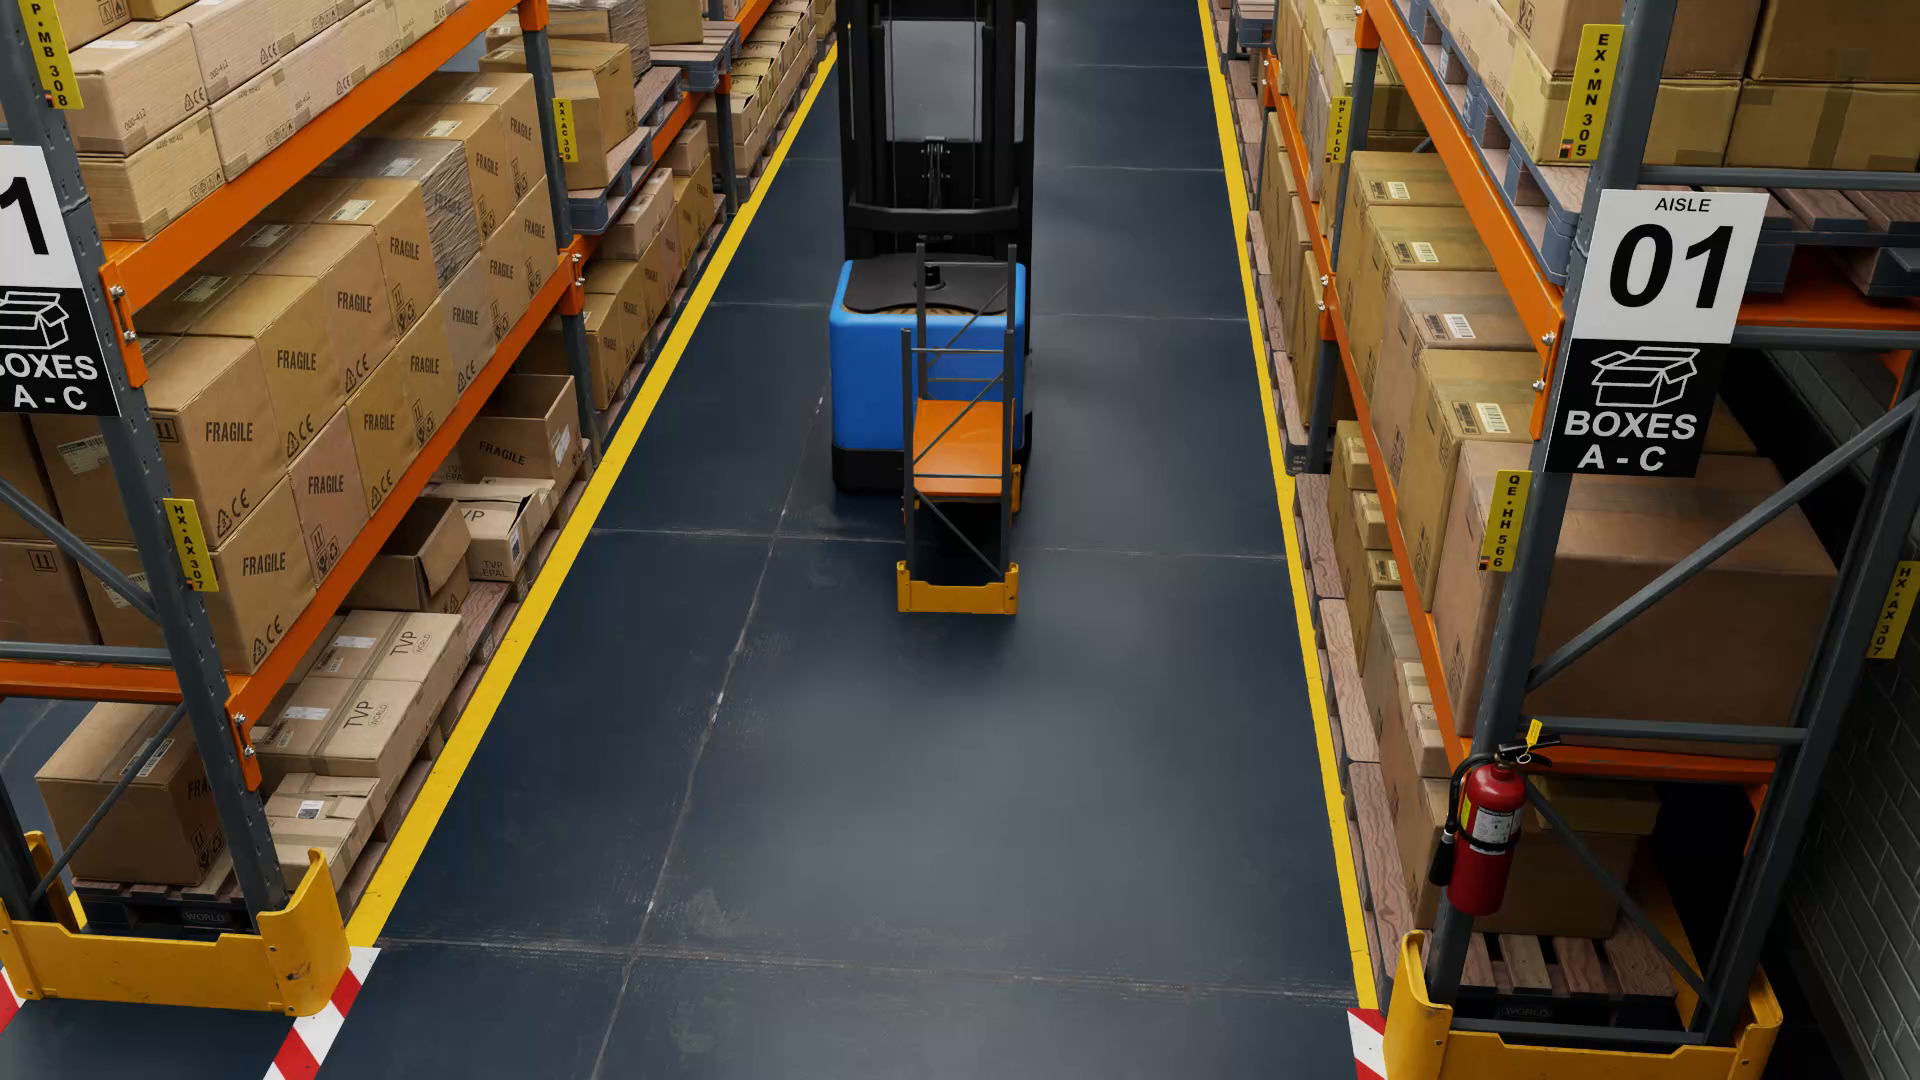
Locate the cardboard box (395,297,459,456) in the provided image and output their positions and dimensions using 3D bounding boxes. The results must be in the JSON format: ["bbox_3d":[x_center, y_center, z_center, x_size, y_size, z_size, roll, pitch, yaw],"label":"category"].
[{"bbox_3d":[-2.451,-0.694,6.921,0.500,0.500,0.500,3,32,5],"label":"cardboard box"}]

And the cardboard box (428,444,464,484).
[{"bbox_3d":[-2.797,-0.561,8.944,0.500,0.311,0.500,2,32,4],"label":"cardboard box"}]

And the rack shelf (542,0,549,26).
[{"bbox_3d":[-2.384,-3.745,9.794,1.077,0.370,4.000,2,32,4],"label":"rack shelf"}]

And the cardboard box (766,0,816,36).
[{"bbox_3d":[-1.643,-4.934,15.584,0.500,0.311,0.500,2,32,4],"label":"cardboard box"}]

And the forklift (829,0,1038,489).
[{"bbox_3d":[-0.115,-2.253,9.613,1.130,2.935,3.031,1,32,2],"label":"forklift"}]

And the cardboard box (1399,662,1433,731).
[{"bbox_3d":[1.871,0.603,6.276,0.380,0.149,0.250,3,32,5],"label":"cardboard box"}]

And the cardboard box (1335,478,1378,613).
[{"bbox_3d":[2.183,0.016,7.847,0.700,0.500,0.500,2,32,3],"label":"cardboard box"}]

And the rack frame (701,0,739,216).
[{"bbox_3d":[-2.221,-3.820,12.089,1.000,3.000,0.127,2,32,4],"label":"rack frame"}]

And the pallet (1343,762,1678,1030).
[{"bbox_3d":[2.052,1.339,6.377,1.003,0.211,1.213,2,32,4],"label":"pallet"}]

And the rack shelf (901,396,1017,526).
[{"bbox_3d":[0.010,-0.410,8.328,0.538,0.185,1.000,1,32,2],"label":"rack shelf"}]

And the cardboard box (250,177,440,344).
[{"bbox_3d":[-2.452,-1.126,6.670,0.500,0.500,0.500,2,32,4],"label":"cardboard box"}]

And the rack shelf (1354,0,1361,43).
[{"bbox_3d":[2.554,-3.535,9.454,1.077,0.370,4.000,2,32,4],"label":"rack shelf"}]

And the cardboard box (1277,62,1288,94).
[{"bbox_3d":[2.324,-3.083,11.114,0.380,0.149,0.250,3,32,5],"label":"cardboard box"}]

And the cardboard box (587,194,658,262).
[{"bbox_3d":[-2.183,-1.936,10.281,0.500,0.250,0.500,3,32,4],"label":"cardboard box"}]

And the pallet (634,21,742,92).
[{"bbox_3d":[-2.206,-3.381,11.560,1.213,0.211,1.003,2,32,4],"label":"pallet"}]

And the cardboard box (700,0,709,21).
[{"bbox_3d":[-2.148,-3.970,12.418,0.500,0.311,0.500,4,32,7],"label":"cardboard box"}]

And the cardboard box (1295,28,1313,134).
[{"bbox_3d":[2.294,-2.739,9.938,0.500,0.500,0.500,3,32,5],"label":"cardboard box"}]

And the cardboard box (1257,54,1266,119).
[{"bbox_3d":[2.925,-3.902,14.186,0.700,0.500,0.500,3,32,5],"label":"cardboard box"}]

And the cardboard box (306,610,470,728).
[{"bbox_3d":[-2.464,0.551,7.198,0.500,0.250,0.500,2,32,4],"label":"cardboard box"}]

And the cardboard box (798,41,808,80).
[{"bbox_3d":[-1.683,-4.426,15.294,0.500,0.250,0.500,2,32,3],"label":"cardboard box"}]

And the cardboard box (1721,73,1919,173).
[{"bbox_3d":[2.369,-1.233,4.680,0.500,0.250,0.500,4,32,7],"label":"cardboard box"}]

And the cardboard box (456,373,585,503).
[{"bbox_3d":[-2.310,-0.541,8.733,0.500,0.500,0.500,2,32,4],"label":"cardboard box"}]

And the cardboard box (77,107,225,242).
[{"bbox_3d":[-2.577,-1.108,4.972,0.500,0.250,0.500,2,32,4],"label":"cardboard box"}]

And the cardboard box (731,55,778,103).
[{"bbox_3d":[-1.808,-3.870,13.856,0.500,0.311,0.500,2,32,3],"label":"cardboard box"}]

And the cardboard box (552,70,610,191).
[{"bbox_3d":[-2.285,-2.188,8.945,0.700,0.500,0.500,-8,33,-13],"label":"cardboard box"}]

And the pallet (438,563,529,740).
[{"bbox_3d":[-2.700,0.458,7.806,1.003,0.211,1.213,2,32,4],"label":"pallet"}]

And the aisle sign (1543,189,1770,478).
[{"bbox_3d":[1.760,-0.509,4.239,0.394,0.787,0.004,2,32,4],"label":"aisle sign"}]

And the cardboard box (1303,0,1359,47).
[{"bbox_3d":[2.307,-3.071,9.761,0.500,0.250,0.500,2,32,3],"label":"cardboard box"}]

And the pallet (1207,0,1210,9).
[{"bbox_3d":[3.260,-6.143,18.517,1.003,0.211,1.213,2,32,4],"label":"pallet"}]

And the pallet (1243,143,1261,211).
[{"bbox_3d":[2.781,-2.832,13.144,1.003,0.211,1.213,2,32,4],"label":"pallet"}]

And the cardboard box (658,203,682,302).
[{"bbox_3d":[-2.142,-1.899,10.935,0.500,0.500,0.500,1,32,2],"label":"cardboard box"}]

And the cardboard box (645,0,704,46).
[{"bbox_3d":[-2.160,-3.707,11.411,0.700,0.500,0.500,-8,33,-13],"label":"cardboard box"}]

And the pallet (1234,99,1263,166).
[{"bbox_3d":[2.883,-3.468,14.176,1.003,0.211,1.213,2,32,4],"label":"pallet"}]

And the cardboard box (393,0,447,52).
[{"bbox_3d":[-2.405,-2.153,6.668,0.500,0.250,0.500,2,32,4],"label":"cardboard box"}]

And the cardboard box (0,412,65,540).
[{"bbox_3d":[-3.110,-0.349,5.410,0.500,0.500,0.500,2,32,4],"label":"cardboard box"}]

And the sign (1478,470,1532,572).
[{"bbox_3d":[1.525,-0.051,4.645,0.100,0.325,0.005,2,32,4],"label":"sign"}]

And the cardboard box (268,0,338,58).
[{"bbox_3d":[-2.489,-1.843,5.689,0.500,0.250,0.500,2,32,4],"label":"cardboard box"}]

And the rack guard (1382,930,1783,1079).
[{"bbox_3d":[2.063,1.650,5.597,1.175,0.500,0.348,2,32,4],"label":"rack guard"}]

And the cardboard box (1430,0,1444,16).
[{"bbox_3d":[1.982,-2.069,6.036,0.500,0.250,0.500,2,32,3],"label":"cardboard box"}]

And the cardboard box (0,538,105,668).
[{"bbox_3d":[-3.107,0.075,5.674,0.500,0.500,0.500,3,32,5],"label":"cardboard box"}]

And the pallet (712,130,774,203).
[{"bbox_3d":[-2.115,-3.062,13.517,1.003,0.211,1.213,2,32,4],"label":"pallet"}]

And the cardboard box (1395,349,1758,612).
[{"bbox_3d":[2.145,-0.203,5.934,0.980,0.700,0.700,2,32,4],"label":"cardboard box"}]

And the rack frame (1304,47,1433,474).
[{"bbox_3d":[2.391,-1.519,8.355,1.000,3.000,0.127,2,32,4],"label":"rack frame"}]

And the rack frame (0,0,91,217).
[{"bbox_3d":[-2.872,-2.191,3.728,1.000,3.000,0.127,2,32,4],"label":"rack frame"}]

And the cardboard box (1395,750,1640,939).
[{"bbox_3d":[2.022,1.088,6.108,0.700,0.500,0.500,2,32,4],"label":"cardboard box"}]

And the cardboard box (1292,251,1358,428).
[{"bbox_3d":[2.314,-1.128,9.370,0.750,0.750,0.750,3,32,5],"label":"cardboard box"}]

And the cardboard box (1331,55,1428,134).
[{"bbox_3d":[2.174,-2.271,8.463,0.500,0.250,0.500,3,32,5],"label":"cardboard box"}]

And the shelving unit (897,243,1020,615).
[{"bbox_3d":[0.009,-0.558,8.226,0.587,1.500,1.083,1,32,2],"label":"shelving unit"}]

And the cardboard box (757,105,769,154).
[{"bbox_3d":[-1.846,-3.352,13.551,0.500,0.250,0.500,2,32,3],"label":"cardboard box"}]
